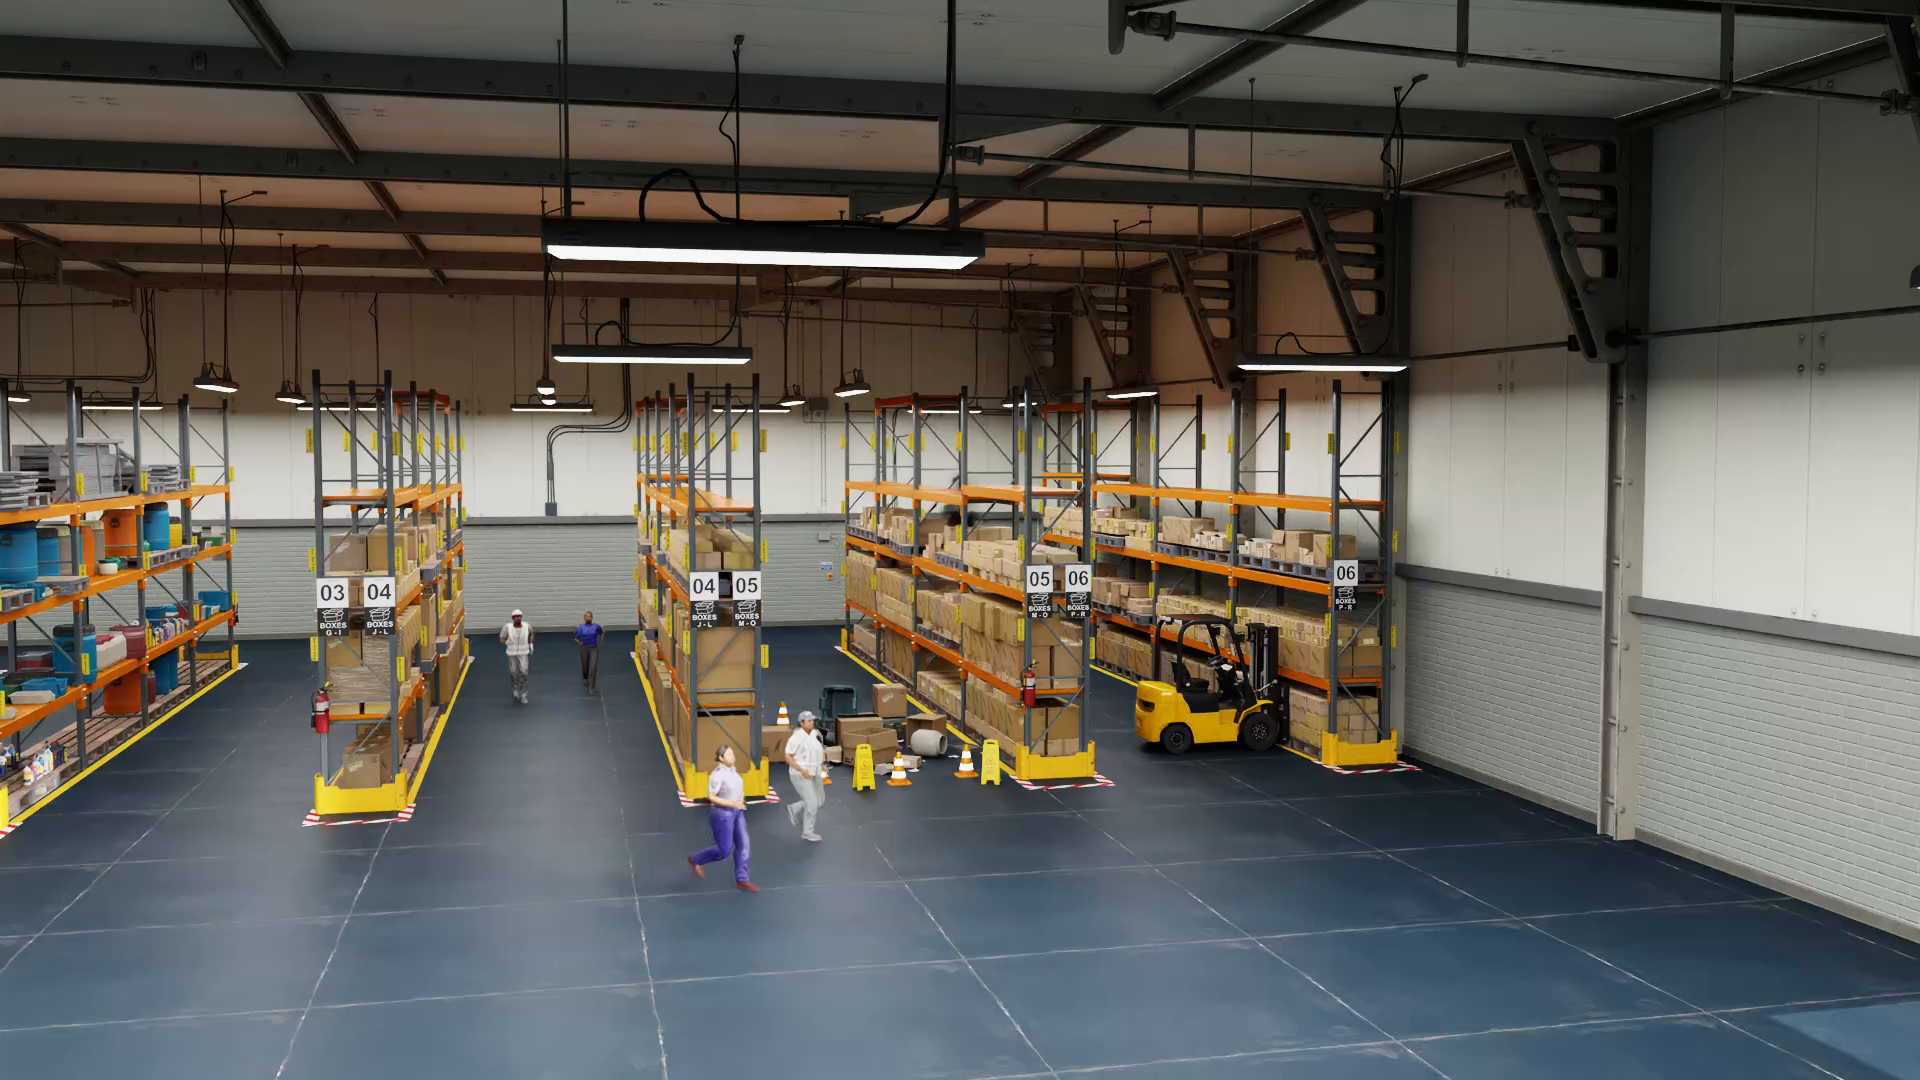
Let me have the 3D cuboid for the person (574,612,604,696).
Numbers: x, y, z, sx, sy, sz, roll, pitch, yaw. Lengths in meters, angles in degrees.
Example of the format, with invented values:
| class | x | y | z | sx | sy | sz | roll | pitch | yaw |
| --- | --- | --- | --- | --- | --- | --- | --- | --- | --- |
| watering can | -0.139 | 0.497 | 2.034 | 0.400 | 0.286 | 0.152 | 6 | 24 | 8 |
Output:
| class | x | y | z | sx | sy | sz | roll | pitch | yaw |
| --- | --- | --- | --- | --- | --- | --- | --- | --- | --- |
| person | -7.445 | 2.270 | 33.419 | 0.591 | 1.642 | 0.914 | -1 | 3 | -14 |

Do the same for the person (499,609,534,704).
| class | x | y | z | sx | sy | sz | roll | pitch | yaw |
| --- | --- | --- | --- | --- | --- | --- | --- | --- | --- |
| person | -8.585 | 2.259 | 32.221 | 0.659 | 1.842 | 0.787 | -1 | 3 | -15 |

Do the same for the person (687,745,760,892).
| class | x | y | z | sx | sy | sz | roll | pitch | yaw |
| --- | --- | --- | --- | --- | --- | --- | --- | --- | --- |
| person | -2.643 | 3.114 | 18.669 | 0.848 | 1.640 | 0.607 | 1 | 4 | 21 |

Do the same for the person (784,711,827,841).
| class | x | y | z | sx | sy | sz | roll | pitch | yaw |
| --- | --- | --- | --- | --- | --- | --- | --- | --- | --- |
| person | -1.985 | 2.971 | 21.105 | 0.610 | 1.621 | 0.647 | 2 | 4 | 34 |
